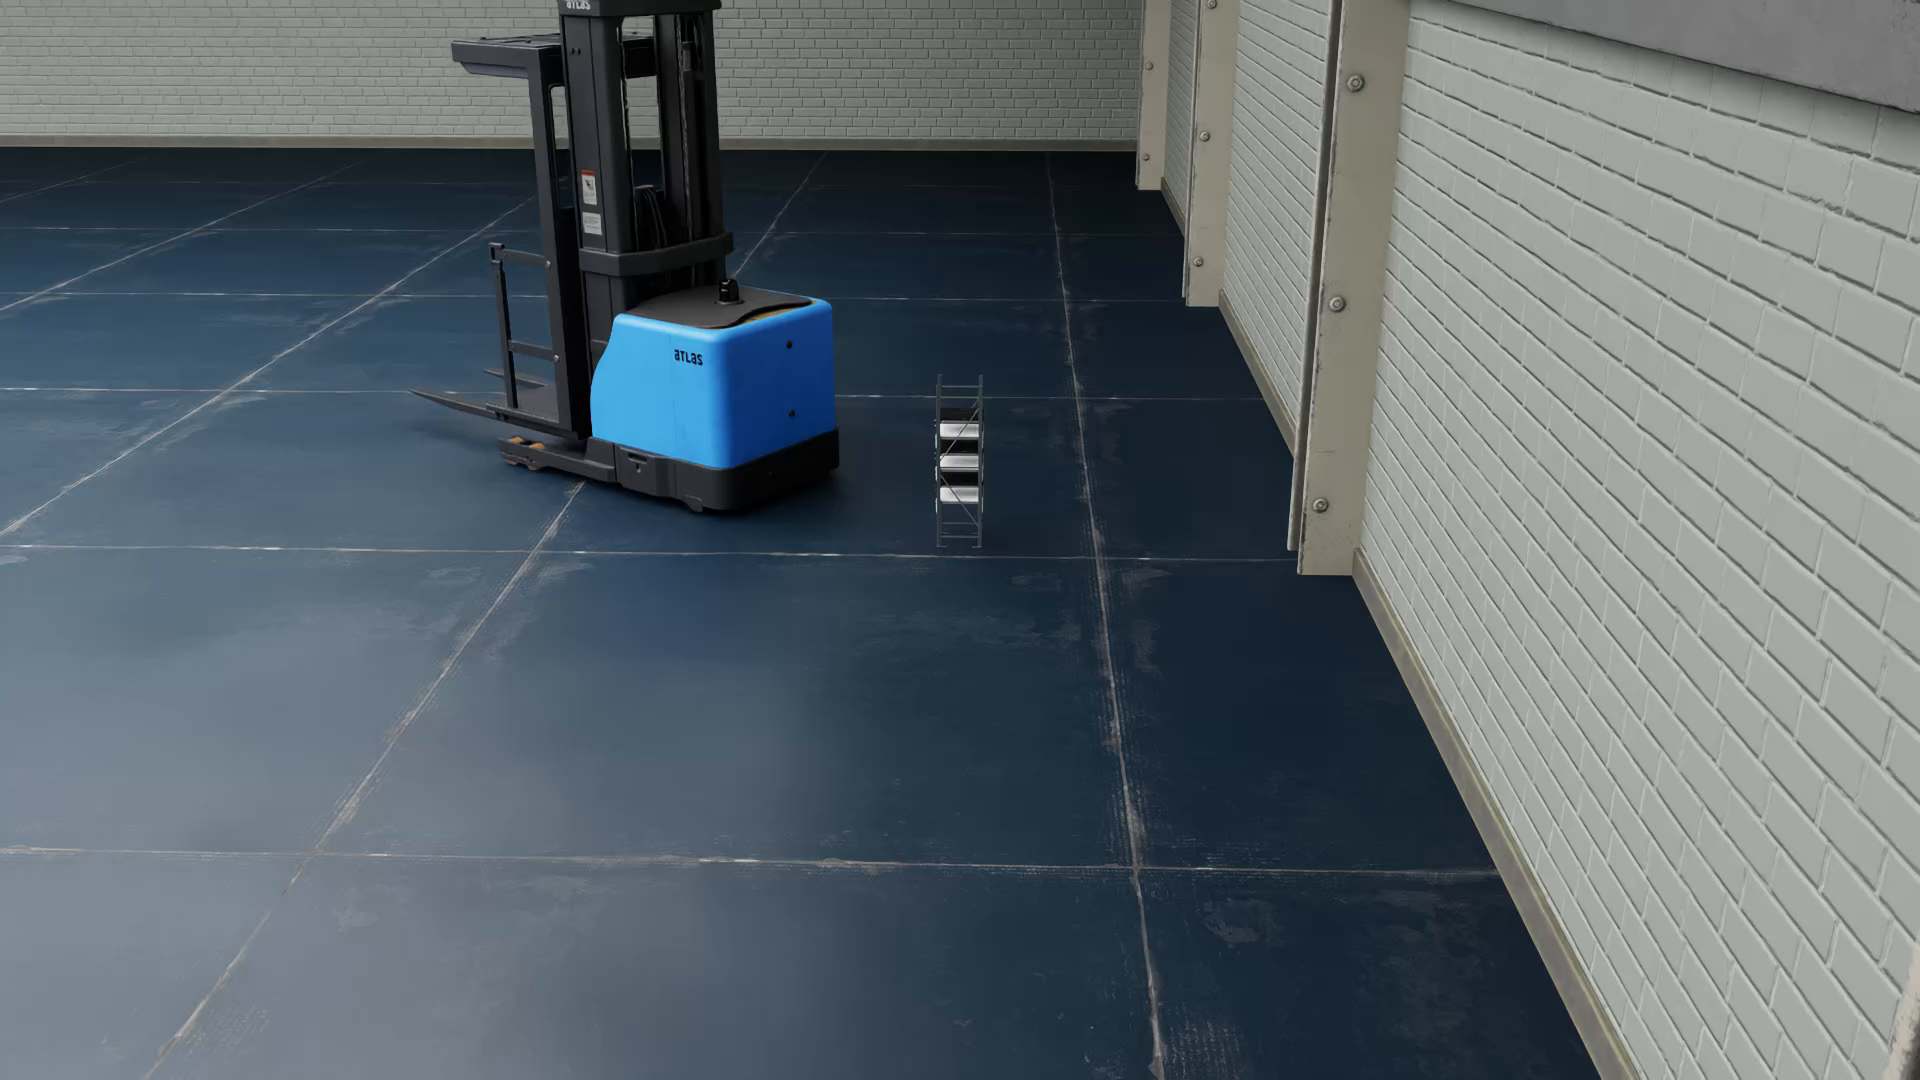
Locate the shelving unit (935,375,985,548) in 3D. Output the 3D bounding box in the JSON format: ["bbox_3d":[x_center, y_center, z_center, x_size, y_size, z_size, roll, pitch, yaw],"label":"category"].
[{"bbox_3d":[0.000,-0.417,8.859,0.258,0.900,0.210,1,21,2],"label":"shelving unit"}]

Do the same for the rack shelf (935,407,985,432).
[{"bbox_3d":[0.000,-0.637,8.773,0.258,0.077,0.200,1,21,2],"label":"rack shelf"}]

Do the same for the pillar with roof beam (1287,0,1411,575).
[{"bbox_3d":[-2.397,-4.134,7.244,9.100,9.000,0.400,1,21,2],"label":"pillar with roof beam"}]

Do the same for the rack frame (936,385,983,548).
[{"bbox_3d":[-0.003,-0.380,8.764,0.240,0.900,0.006,1,21,2],"label":"rack frame"}]

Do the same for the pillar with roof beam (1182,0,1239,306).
[{"bbox_3d":[-2.214,-6.304,12.835,9.100,9.000,0.400,1,21,2],"label":"pillar with roof beam"}]

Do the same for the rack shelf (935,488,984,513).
[{"bbox_3d":[0.000,-0.218,8.936,0.258,0.077,0.200,1,21,2],"label":"rack shelf"}]

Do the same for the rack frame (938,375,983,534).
[{"bbox_3d":[0.003,-0.453,8.953,0.240,0.900,0.006,1,21,2],"label":"rack frame"}]

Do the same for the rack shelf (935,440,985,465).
[{"bbox_3d":[0.000,-0.469,8.838,0.258,0.077,0.200,1,21,2],"label":"rack shelf"}]

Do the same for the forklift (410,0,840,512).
[{"bbox_3d":[-2.213,-1.925,9.939,3.031,2.935,1.130,15,26,33],"label":"forklift"}]

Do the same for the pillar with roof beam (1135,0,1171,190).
[{"bbox_3d":[-2.032,-8.473,18.426,9.100,9.000,0.400,1,21,2],"label":"pillar with roof beam"}]

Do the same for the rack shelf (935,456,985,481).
[{"bbox_3d":[0.000,-0.386,8.871,0.258,0.077,0.200,1,21,2],"label":"rack shelf"}]

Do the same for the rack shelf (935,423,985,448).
[{"bbox_3d":[0.000,-0.553,8.806,0.258,0.077,0.200,1,21,2],"label":"rack shelf"}]

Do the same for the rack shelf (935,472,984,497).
[{"bbox_3d":[0.000,-0.302,8.903,0.258,0.077,0.200,1,21,2],"label":"rack shelf"}]
